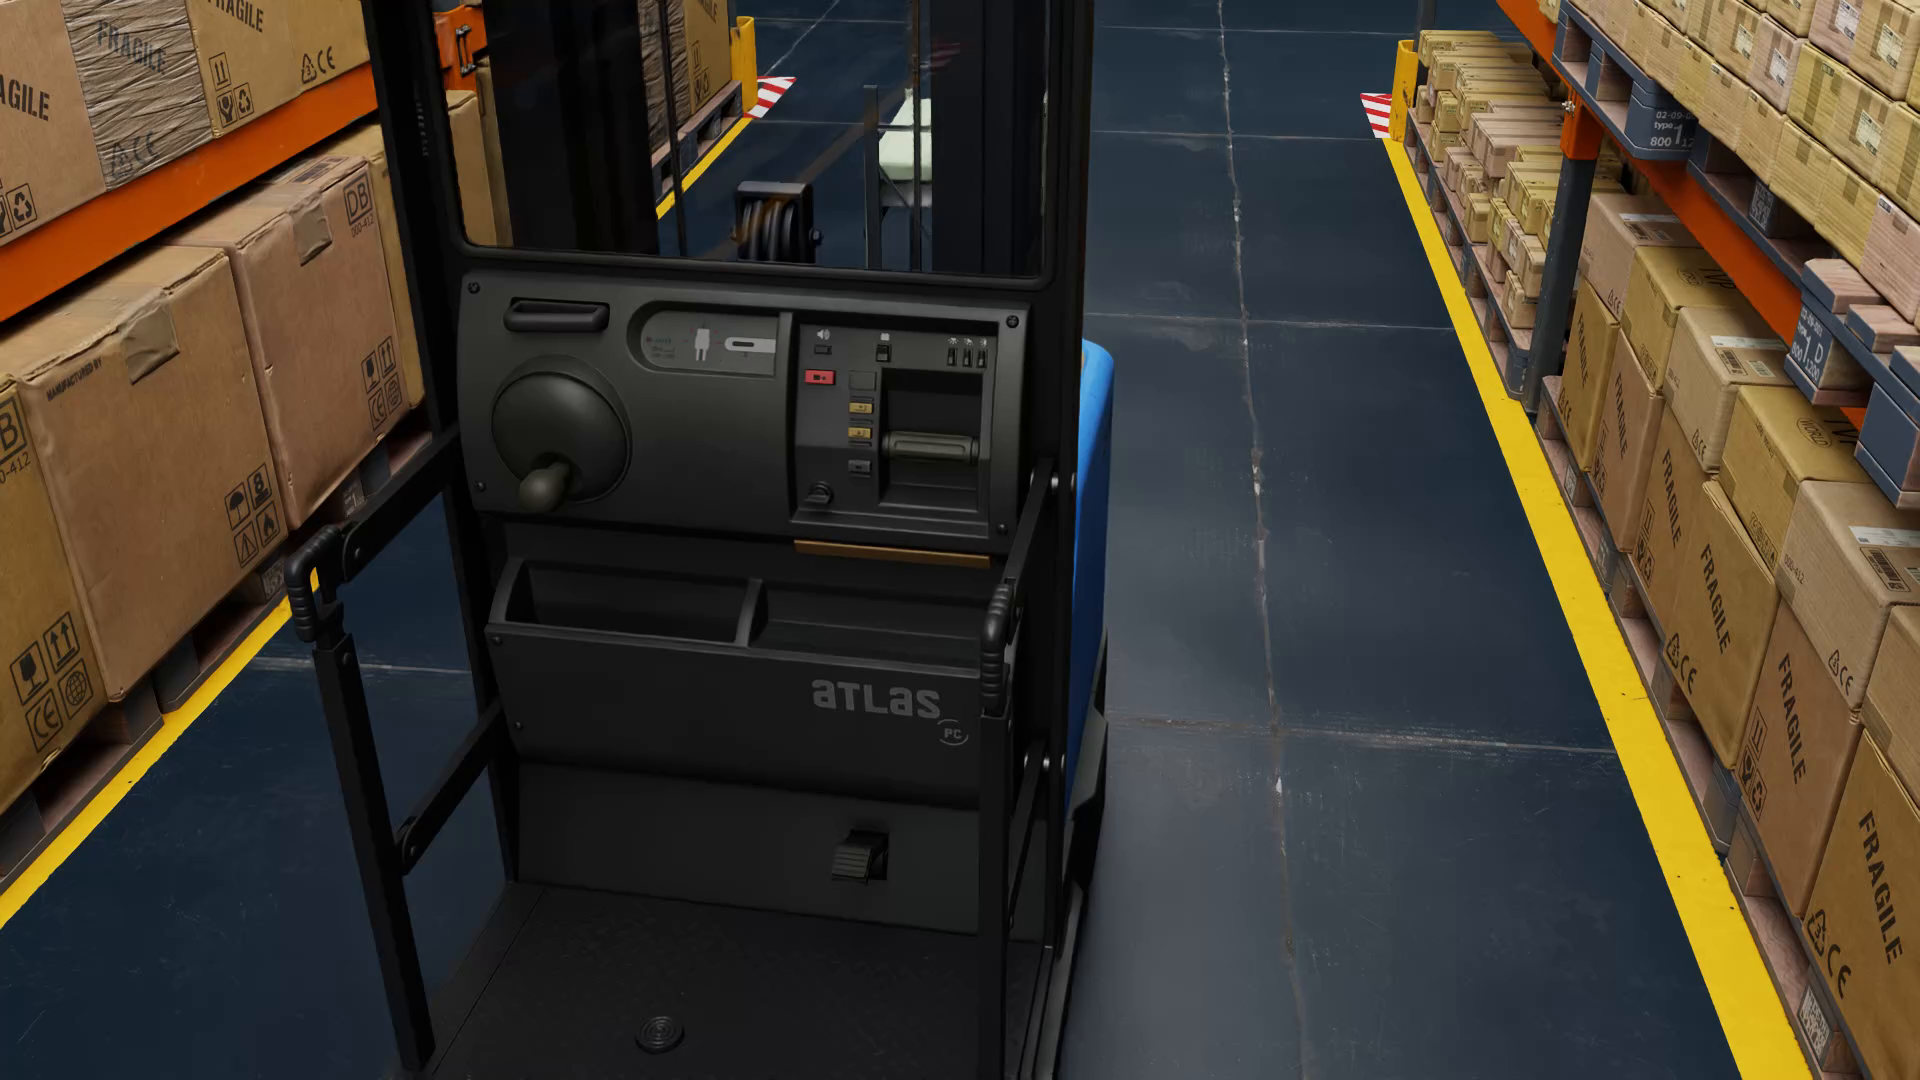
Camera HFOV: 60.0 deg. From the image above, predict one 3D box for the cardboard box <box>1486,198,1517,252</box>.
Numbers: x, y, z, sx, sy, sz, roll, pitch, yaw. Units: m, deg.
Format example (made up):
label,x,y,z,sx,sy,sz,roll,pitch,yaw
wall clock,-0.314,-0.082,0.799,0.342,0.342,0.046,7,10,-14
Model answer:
label,x,y,z,sx,sy,sz,roll,pitch,yaw
cardboard box,2.338,-1.260,6.675,0.380,0.149,0.250,2,28,4

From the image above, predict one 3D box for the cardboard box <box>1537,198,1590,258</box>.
label,x,y,z,sx,sy,sz,roll,pitch,yaw
cardboard box,2.364,-1.151,6.160,0.380,0.149,0.250,4,29,8

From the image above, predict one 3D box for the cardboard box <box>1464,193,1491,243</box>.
label,x,y,z,sx,sy,sz,roll,pitch,yaw
cardboard box,2.415,-1.398,7.246,0.380,0.149,0.250,3,28,6

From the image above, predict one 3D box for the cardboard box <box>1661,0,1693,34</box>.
label,x,y,z,sx,sy,sz,roll,pitch,yaw
cardboard box,1.951,-1.330,4.065,0.380,0.149,0.250,4,29,8

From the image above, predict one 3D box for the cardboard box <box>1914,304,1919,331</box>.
label,x,y,z,sx,sy,sz,roll,pitch,yaw
cardboard box,1.725,-0.344,2.548,0.380,0.149,0.250,3,28,6

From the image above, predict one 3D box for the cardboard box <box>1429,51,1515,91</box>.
label,x,y,z,sx,sy,sz,roll,pitch,yaw
cardboard box,2.595,-2.377,8.435,0.380,0.149,0.250,3,28,6

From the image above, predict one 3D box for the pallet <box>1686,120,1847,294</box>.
label,x,y,z,sx,sy,sz,roll,pitch,yaw
pallet,2.290,-0.744,3.670,1.003,0.211,1.213,3,28,6

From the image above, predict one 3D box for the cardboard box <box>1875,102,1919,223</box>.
label,x,y,z,sx,sy,sz,roll,pitch,yaw
cardboard box,1.758,-0.608,2.724,0.380,0.149,0.250,4,29,7

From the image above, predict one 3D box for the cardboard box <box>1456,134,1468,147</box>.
label,x,y,z,sx,sy,sz,roll,pitch,yaw
cardboard box,2.636,-1.877,8.134,0.380,0.149,0.250,3,29,6

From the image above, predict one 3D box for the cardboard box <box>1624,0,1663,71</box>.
label,x,y,z,sx,sy,sz,roll,pitch,yaw
cardboard box,1.979,-1.326,4.371,0.380,0.149,0.250,4,29,7

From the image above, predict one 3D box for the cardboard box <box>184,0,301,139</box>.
label,x,y,z,sx,sy,sz,roll,pitch,yaw
cardboard box,-2.242,-1.442,4.658,0.500,0.500,0.500,3,28,6

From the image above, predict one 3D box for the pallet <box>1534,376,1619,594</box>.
label,x,y,z,sx,sy,sz,roll,pitch,yaw
pallet,2.485,-0.183,5.367,1.003,0.211,1.213,3,28,6

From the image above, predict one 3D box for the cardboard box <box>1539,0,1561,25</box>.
label,x,y,z,sx,sy,sz,roll,pitch,yaw
cardboard box,2.305,-1.942,5.957,0.380,0.149,0.250,3,28,5

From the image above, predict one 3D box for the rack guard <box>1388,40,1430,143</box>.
label,x,y,z,sx,sy,sz,roll,pitch,yaw
rack guard,3.059,-2.524,9.407,1.175,0.500,0.348,3,28,6

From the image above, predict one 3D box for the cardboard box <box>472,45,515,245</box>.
label,x,y,z,sx,sy,sz,roll,pitch,yaw
cardboard box,-2.171,-1.668,6.981,0.875,0.875,0.875,3,28,6

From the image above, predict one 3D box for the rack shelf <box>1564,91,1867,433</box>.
label,x,y,z,sx,sy,sz,roll,pitch,yaw
rack shelf,2.334,-0.519,3.809,1.077,0.370,4.000,3,28,6

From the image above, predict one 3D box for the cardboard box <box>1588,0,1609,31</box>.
label,x,y,z,sx,sy,sz,roll,pitch,yaw
cardboard box,2.046,-1.562,4.808,0.380,0.149,0.250,4,29,7

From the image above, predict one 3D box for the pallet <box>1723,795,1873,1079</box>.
label,x,y,z,sx,sy,sz,roll,pitch,yaw
pallet,2.186,0.966,3.235,1.003,0.211,1.213,3,28,6

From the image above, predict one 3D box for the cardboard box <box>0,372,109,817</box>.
label,x,y,z,sx,sy,sz,roll,pitch,yaw
cardboard box,-2.717,0.197,3.519,1.225,0.875,0.875,2,28,4

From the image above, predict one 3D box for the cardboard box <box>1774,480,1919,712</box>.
label,x,y,z,sx,sy,sz,roll,pitch,yaw
cardboard box,1.963,0.116,3.274,0.500,0.250,0.500,4,29,7

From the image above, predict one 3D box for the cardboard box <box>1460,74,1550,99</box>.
label,x,y,z,sx,sy,sz,roll,pitch,yaw
cardboard box,2.603,-2.125,7.968,0.380,0.149,0.250,4,29,8

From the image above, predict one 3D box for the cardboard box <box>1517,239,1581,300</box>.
label,x,y,z,sx,sy,sz,roll,pitch,yaw
cardboard box,2.302,-1.004,6.201,0.380,0.149,0.250,4,29,7

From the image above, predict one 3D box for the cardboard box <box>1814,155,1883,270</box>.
label,x,y,z,sx,sy,sz,roll,pitch,yaw
cardboard box,1.790,-0.582,2.990,0.380,0.149,0.250,3,28,6

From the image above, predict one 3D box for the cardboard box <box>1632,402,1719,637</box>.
label,x,y,z,sx,sy,sz,roll,pitch,yaw
cardboard box,2.111,-0.032,4.340,0.500,0.500,0.500,4,29,7

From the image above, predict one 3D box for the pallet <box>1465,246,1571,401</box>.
label,x,y,z,sx,sy,sz,roll,pitch,yaw
pallet,2.626,-0.867,6.638,1.003,0.211,1.213,3,28,6

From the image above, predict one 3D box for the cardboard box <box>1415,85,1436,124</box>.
label,x,y,z,sx,sy,sz,roll,pitch,yaw
cardboard box,2.687,-2.362,9.034,0.380,0.149,0.250,4,29,7

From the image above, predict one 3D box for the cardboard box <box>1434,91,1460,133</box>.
label,x,y,z,sx,sy,sz,roll,pitch,yaw
cardboard box,2.579,-2.128,8.287,0.380,0.149,0.250,4,29,8

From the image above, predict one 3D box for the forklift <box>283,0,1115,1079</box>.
label,x,y,z,sx,sy,sz,roll,pitch,yaw
forklift,-0.392,-0.169,2.473,1.130,2.935,3.031,5,29,9

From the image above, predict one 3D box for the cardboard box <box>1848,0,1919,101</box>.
label,x,y,z,sx,sy,sz,roll,pitch,yaw
cardboard box,1.788,-0.855,2.869,0.380,0.149,0.250,4,29,8

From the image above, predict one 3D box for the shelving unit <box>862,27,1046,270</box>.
label,x,y,z,sx,sy,sz,roll,pitch,yaw
shelving unit,-0.001,-0.657,4.888,0.431,1.500,0.755,3,28,6

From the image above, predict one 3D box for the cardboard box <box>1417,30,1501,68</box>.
label,x,y,z,sx,sy,sz,roll,pitch,yaw
cardboard box,2.667,-2.625,8.895,0.380,0.149,0.250,2,28,4

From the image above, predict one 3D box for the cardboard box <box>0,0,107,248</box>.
label,x,y,z,sx,sy,sz,roll,pitch,yaw
cardboard box,-2.372,-0.971,3.784,0.500,0.500,0.500,3,28,5

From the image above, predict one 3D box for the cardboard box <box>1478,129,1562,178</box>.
label,x,y,z,sx,sy,sz,roll,pitch,yaw
cardboard box,2.430,-1.642,7.071,0.380,0.149,0.250,2,28,4

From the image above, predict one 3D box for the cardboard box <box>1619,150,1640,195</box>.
label,x,y,z,sx,sy,sz,roll,pitch,yaw
cardboard box,2.910,-1.491,6.791,0.380,0.149,0.250,3,28,5

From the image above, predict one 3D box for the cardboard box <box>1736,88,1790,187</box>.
label,x,y,z,sx,sy,sz,roll,pitch,yaw
cardboard box,1.855,-0.831,3.451,0.380,0.149,0.250,4,29,8

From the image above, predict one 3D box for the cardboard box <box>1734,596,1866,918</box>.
label,x,y,z,sx,sy,sz,roll,pitch,yaw
cardboard box,1.977,0.452,3.440,0.500,0.500,0.500,4,29,8

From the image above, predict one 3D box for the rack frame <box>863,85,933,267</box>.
label,x,y,z,sx,sy,sz,roll,pitch,yaw
rack frame,-0.046,-0.485,4.569,0.400,1.500,0.023,3,28,6

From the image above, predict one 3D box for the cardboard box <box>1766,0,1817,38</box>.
label,x,y,z,sx,sy,sz,roll,pitch,yaw
cardboard box,1.854,-1.096,3.317,0.380,0.149,0.250,5,29,9

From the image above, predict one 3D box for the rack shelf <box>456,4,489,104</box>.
label,x,y,z,sx,sy,sz,roll,pitch,yaw
rack shelf,-2.087,-2.737,7.927,1.077,0.370,4.000,3,28,6

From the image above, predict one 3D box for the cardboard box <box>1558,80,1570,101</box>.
label,x,y,z,sx,sy,sz,roll,pitch,yaw
cardboard box,3.167,-2.225,8.153,0.380,0.149,0.250,2,28,4

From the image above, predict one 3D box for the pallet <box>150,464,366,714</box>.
label,x,y,z,sx,sy,sz,roll,pitch,yaw
pallet,-2.498,0.058,4.919,1.003,0.211,1.213,3,28,6

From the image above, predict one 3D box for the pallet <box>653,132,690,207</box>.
label,x,y,z,sx,sy,sz,roll,pitch,yaw
pallet,-2.014,-1.814,8.395,1.003,0.211,1.213,3,28,6

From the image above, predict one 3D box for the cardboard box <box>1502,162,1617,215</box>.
label,x,y,z,sx,sy,sz,roll,pitch,yaw
cardboard box,2.379,-1.391,6.606,0.380,0.149,0.250,3,28,6

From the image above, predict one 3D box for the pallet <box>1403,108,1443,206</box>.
label,x,y,z,sx,sy,sz,roll,pitch,yaw
pallet,2.925,-2.016,8.770,1.003,0.211,1.213,3,28,6

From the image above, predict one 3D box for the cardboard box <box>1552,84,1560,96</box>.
label,x,y,z,sx,sy,sz,roll,pitch,yaw
cardboard box,3.225,-2.211,8.440,0.380,0.149,0.250,2,28,4

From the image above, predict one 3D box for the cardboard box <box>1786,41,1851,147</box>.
label,x,y,z,sx,sy,sz,roll,pitch,yaw
cardboard box,1.822,-0.843,3.160,0.380,0.149,0.250,3,28,6

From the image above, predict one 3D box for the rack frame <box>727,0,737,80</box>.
label,x,y,z,sx,sy,sz,roll,pitch,yaw
rack frame,-1.842,-3.996,9.504,1.000,3.000,0.127,3,28,6

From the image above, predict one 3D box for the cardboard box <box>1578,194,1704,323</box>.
label,x,y,z,sx,sy,sz,roll,pitch,yaw
cardboard box,2.226,-0.859,5.084,0.500,0.250,0.500,2,28,4

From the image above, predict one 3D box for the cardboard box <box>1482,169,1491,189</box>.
label,x,y,z,sx,sy,sz,roll,pitch,yaw
cardboard box,2.531,-1.618,7.340,0.380,0.149,0.250,2,28,4

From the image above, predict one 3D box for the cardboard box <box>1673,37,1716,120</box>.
label,x,y,z,sx,sy,sz,roll,pitch,yaw
cardboard box,1.919,-1.078,3.910,0.380,0.149,0.250,3,28,5

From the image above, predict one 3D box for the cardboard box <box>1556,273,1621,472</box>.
label,x,y,z,sx,sy,sz,roll,pitch,yaw
cardboard box,2.225,-0.529,5.262,0.500,0.500,0.500,4,29,8

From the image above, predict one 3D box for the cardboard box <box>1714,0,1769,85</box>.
label,x,y,z,sx,sy,sz,roll,pitch,yaw
cardboard box,1.884,-1.087,3.614,0.380,0.149,0.250,3,28,5

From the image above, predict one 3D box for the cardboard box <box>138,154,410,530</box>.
label,x,y,z,sx,sy,sz,roll,pitch,yaw
cardboard box,-2.499,-0.639,5.071,1.225,0.875,0.875,2,28,4

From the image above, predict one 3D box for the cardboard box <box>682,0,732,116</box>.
label,x,y,z,sx,sy,sz,roll,pitch,yaw
cardboard box,-1.841,-2.939,9.340,0.875,0.875,0.875,3,28,6

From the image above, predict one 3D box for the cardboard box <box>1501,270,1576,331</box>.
label,x,y,z,sx,sy,sz,roll,pitch,yaw
cardboard box,2.288,-0.911,6.342,0.380,0.149,0.250,4,29,7

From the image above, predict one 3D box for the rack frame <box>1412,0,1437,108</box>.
label,x,y,z,sx,sy,sz,roll,pitch,yaw
rack frame,3.069,-3.660,8.881,1.000,3.000,0.127,3,28,6

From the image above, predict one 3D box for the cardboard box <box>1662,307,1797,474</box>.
label,x,y,z,sx,sy,sz,roll,pitch,yaw
cardboard box,2.096,-0.368,4.173,0.500,0.250,0.500,4,29,8

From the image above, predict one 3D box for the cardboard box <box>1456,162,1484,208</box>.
label,x,y,z,sx,sy,sz,roll,pitch,yaw
cardboard box,2.511,-1.633,7.681,0.380,0.149,0.250,3,28,6

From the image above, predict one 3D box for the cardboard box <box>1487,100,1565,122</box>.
label,x,y,z,sx,sy,sz,roll,pitch,yaw
cardboard box,2.590,-1.880,7.513,0.380,0.149,0.250,3,29,6
